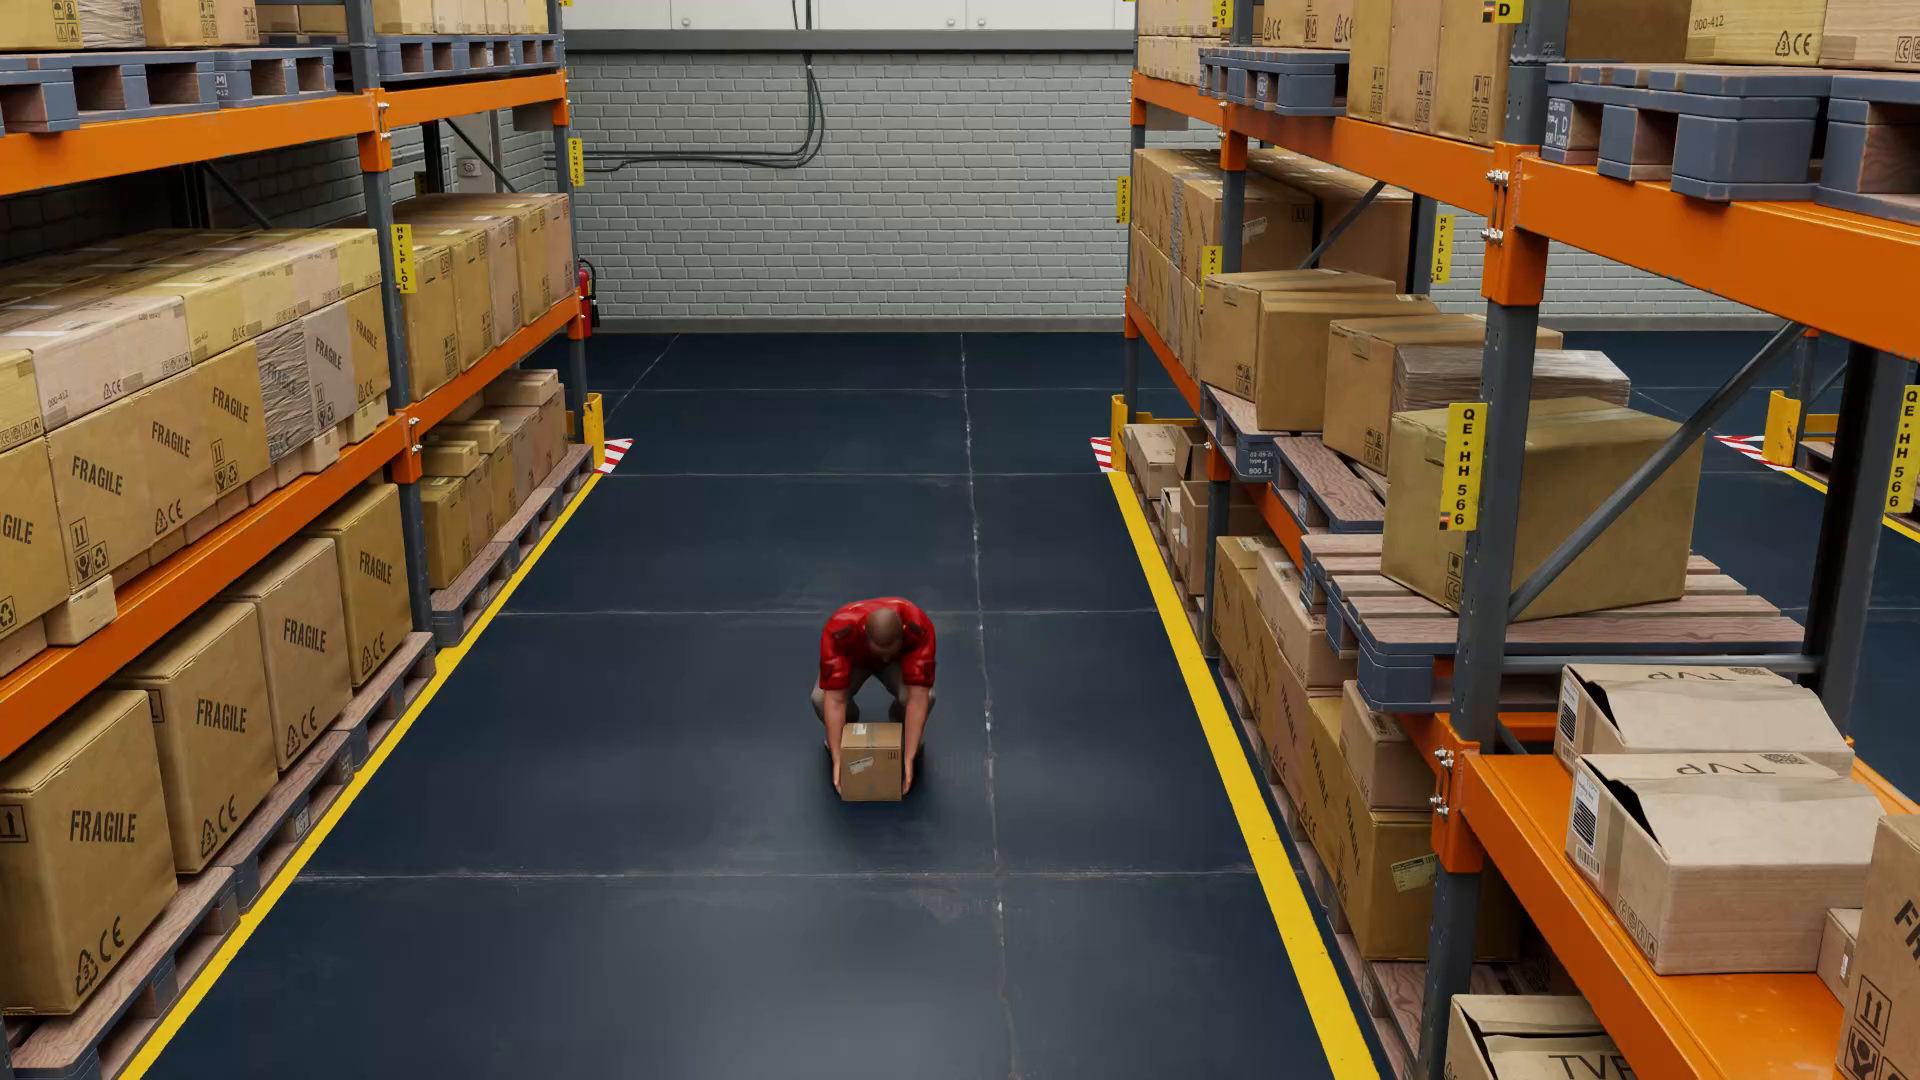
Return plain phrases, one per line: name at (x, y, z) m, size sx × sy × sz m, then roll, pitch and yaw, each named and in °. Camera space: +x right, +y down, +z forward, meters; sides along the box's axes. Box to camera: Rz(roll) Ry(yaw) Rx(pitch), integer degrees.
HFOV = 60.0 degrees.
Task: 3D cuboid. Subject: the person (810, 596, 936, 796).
person at (-0.377, 0.591, 7.280) m, size 0.548 × 0.855 × 0.873 m, roll 0°, pitch 17°, yaw -1°
